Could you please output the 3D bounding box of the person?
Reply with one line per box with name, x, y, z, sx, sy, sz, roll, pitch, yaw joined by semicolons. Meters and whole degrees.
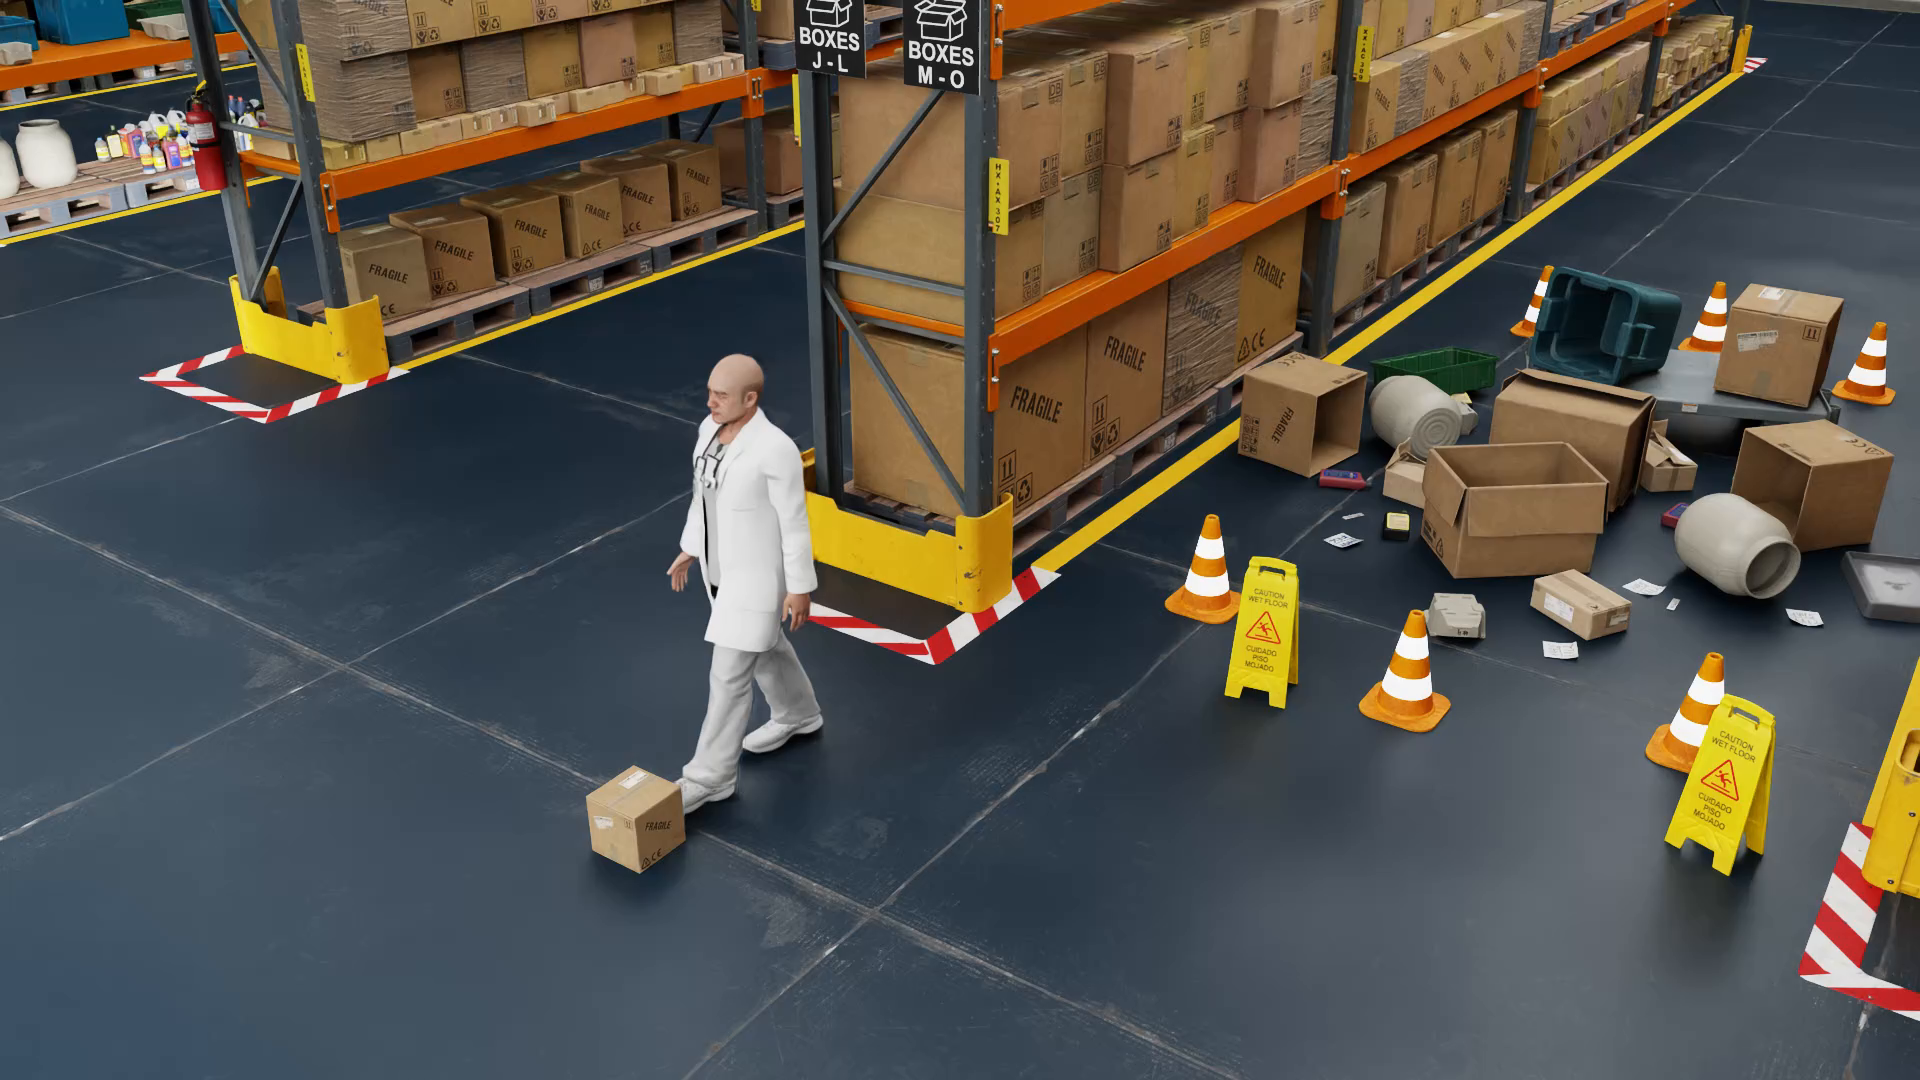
person;-0.900;0.141;6.334;0.898;1.758;0.628;-19;32;-33
